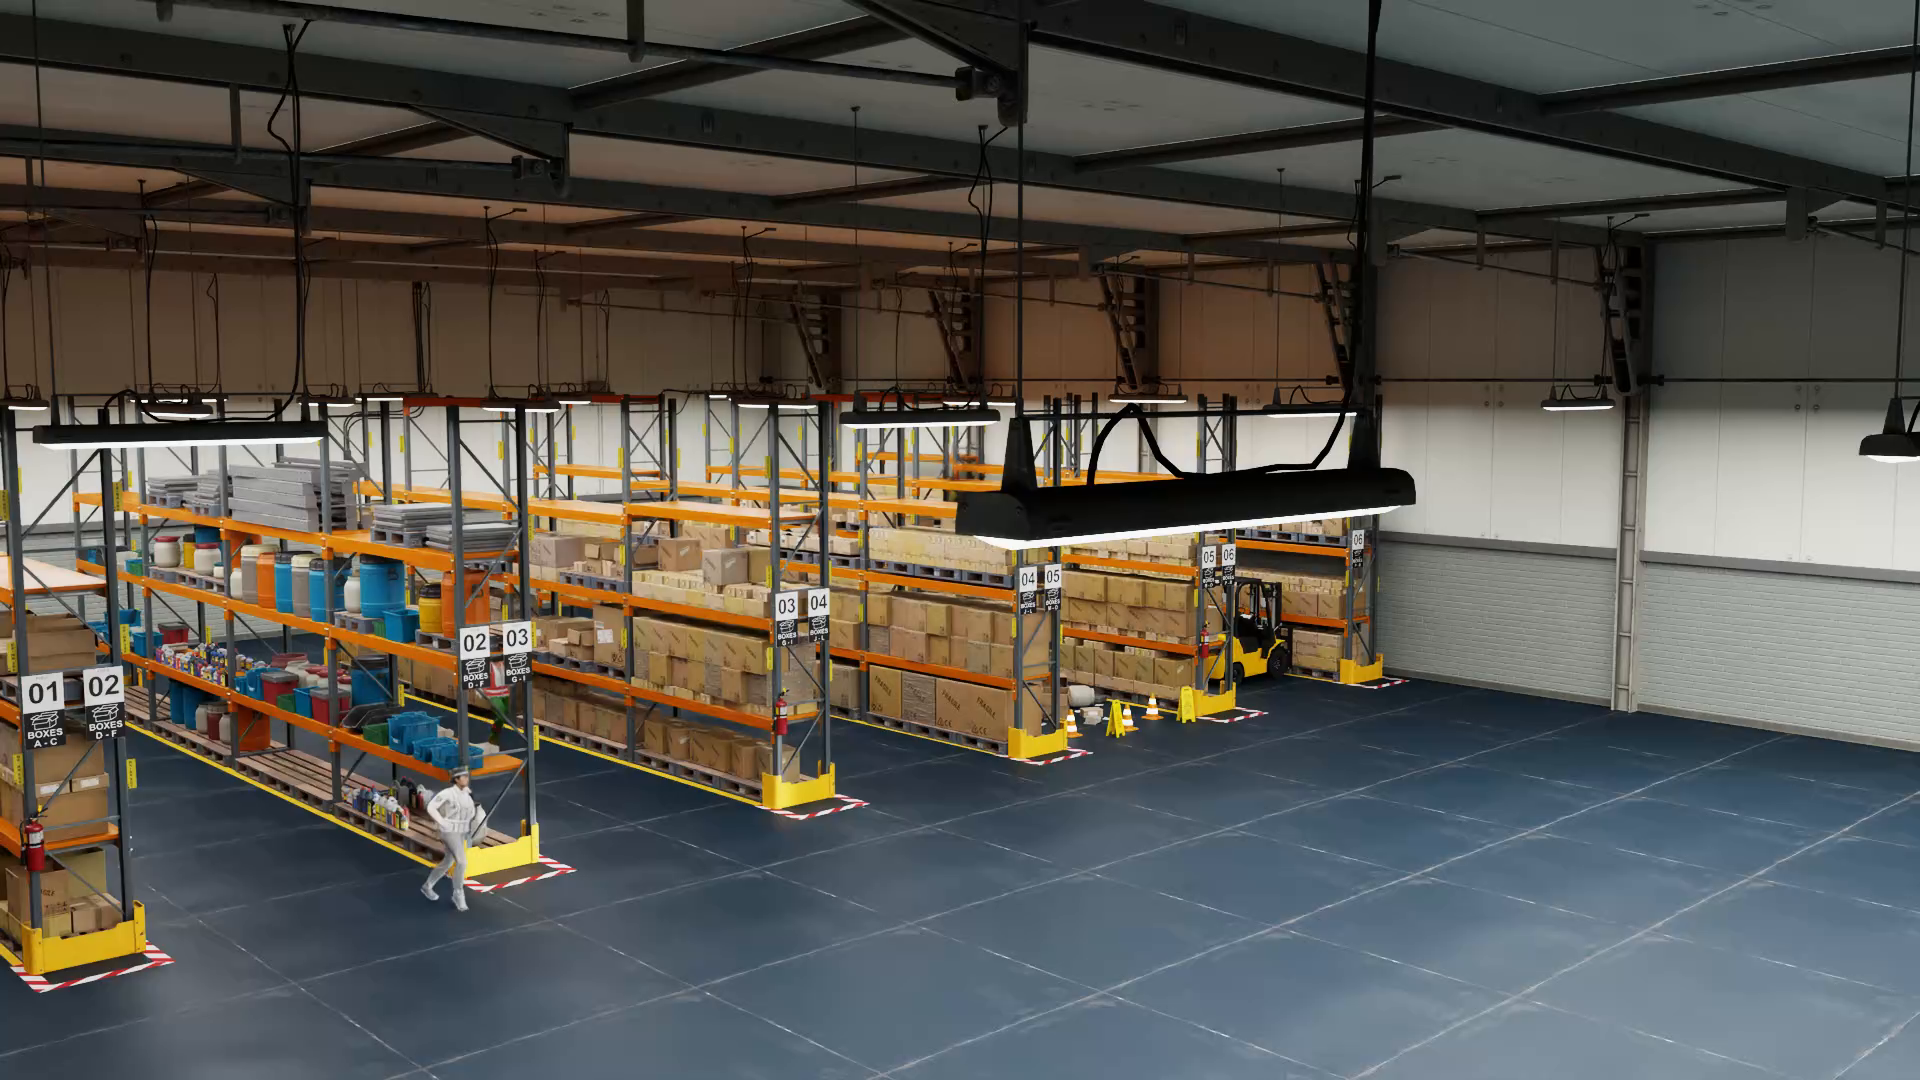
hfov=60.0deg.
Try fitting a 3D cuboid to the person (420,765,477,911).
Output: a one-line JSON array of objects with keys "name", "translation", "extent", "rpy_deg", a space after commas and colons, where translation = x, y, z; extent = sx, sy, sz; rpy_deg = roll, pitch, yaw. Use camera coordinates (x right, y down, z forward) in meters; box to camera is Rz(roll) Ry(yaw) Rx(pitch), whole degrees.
[{"name": "person", "translation": [-6.147, 3.577, 20.167], "extent": [0.729, 1.715, 0.628], "rpy_deg": [2, 6, 18]}]

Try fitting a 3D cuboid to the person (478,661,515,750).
[{"name": "person", "translation": [-7.875, 2.696, 28.391], "extent": [0.700, 1.785, 0.640], "rpy_deg": [4, 7, 36]}]
